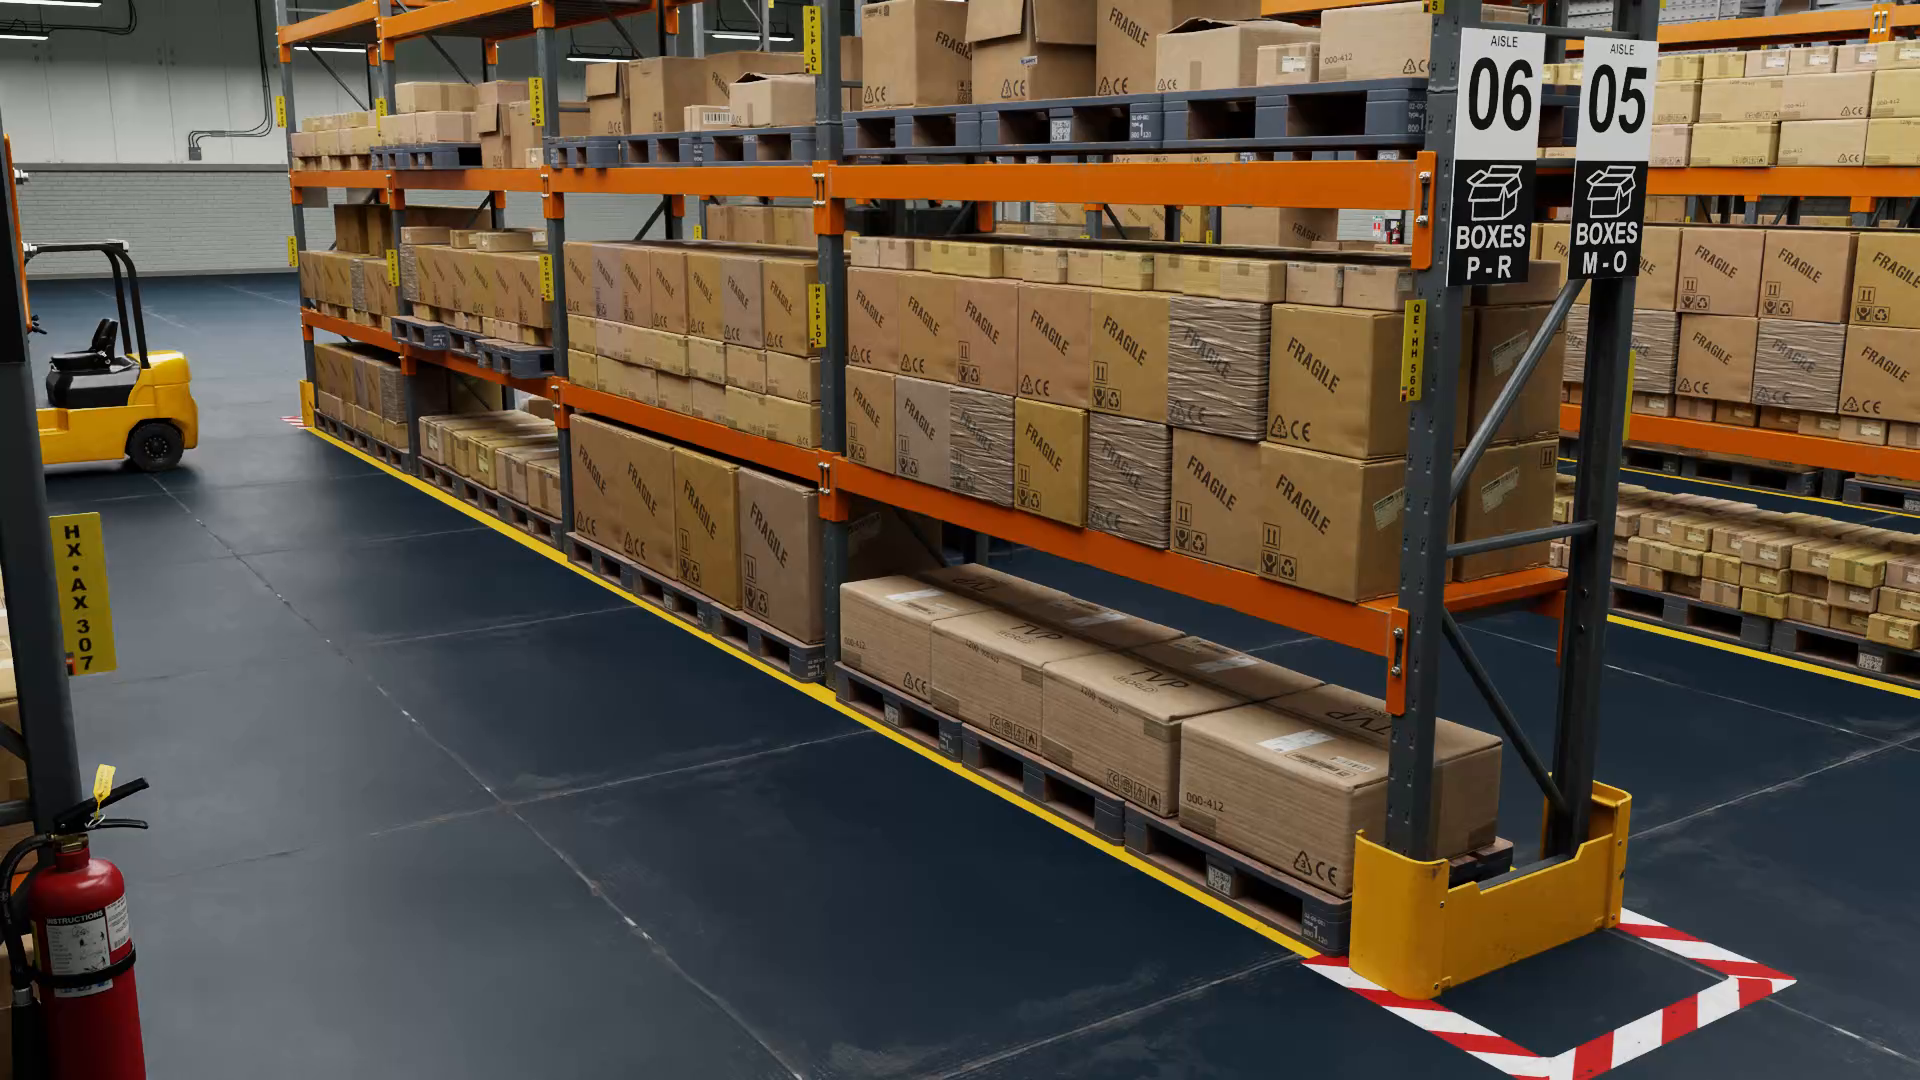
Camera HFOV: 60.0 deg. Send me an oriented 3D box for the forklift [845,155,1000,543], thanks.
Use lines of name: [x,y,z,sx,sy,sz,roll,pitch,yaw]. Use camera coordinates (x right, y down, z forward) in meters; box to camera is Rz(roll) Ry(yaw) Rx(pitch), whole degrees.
forklift: [-0.349,-1.663,13.604,1.130,2.935,3.031,-4,13,-20]

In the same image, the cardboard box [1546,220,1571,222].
cardboard box: [4.260,-1.938,11.431,0.500,0.500,0.500,-9,15,-35]

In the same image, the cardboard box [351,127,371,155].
cardboard box: [-5.472,-3.799,15.848,0.500,0.250,0.500,-8,15,-34]

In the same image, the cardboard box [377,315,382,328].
cardboard box: [-5.504,-2.169,16.347,0.380,0.149,0.250,-8,15,-34]

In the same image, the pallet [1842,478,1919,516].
pallet: [8.316,-0.369,14.056,1.003,0.211,1.213,-8,15,-33]

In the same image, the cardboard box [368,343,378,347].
cardboard box: [-6.278,-1.954,18.472,0.500,0.500,0.500,-8,15,-32]

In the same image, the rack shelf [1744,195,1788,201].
rack shelf: [8.759,-4.643,21.735,1.077,0.370,4.000,-8,15,-33]

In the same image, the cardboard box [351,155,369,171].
cardboard box: [-5.710,-3.673,16.203,0.380,0.149,0.250,-8,14,-31]

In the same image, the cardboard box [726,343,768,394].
cardboard box: [-1.020,-1.012,9.647,0.500,0.250,0.500,-8,14,-31]

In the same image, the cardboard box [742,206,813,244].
cardboard box: [-2.122,-3.769,20.195,0.875,0.550,0.550,-8,15,-33]

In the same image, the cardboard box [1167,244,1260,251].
cardboard box: [1.135,-1.222,7.337,0.380,0.149,0.250,-9,15,-34]

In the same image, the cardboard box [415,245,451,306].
cardboard box: [-4.424,-2.319,14.530,0.500,0.500,0.500,-8,15,-33]

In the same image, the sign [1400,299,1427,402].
sign: [1.466,-0.611,5.370,0.100,0.325,0.005,-8,15,-33]

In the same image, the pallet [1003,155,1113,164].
pallet: [1.157,-3.500,15.264,1.213,0.211,1.003,-7,14,-30]

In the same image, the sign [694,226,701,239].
sign: [-3.339,-3.838,21.179,0.100,0.325,0.005,-8,15,-33]

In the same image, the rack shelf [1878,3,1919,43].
rack shelf: [9.068,-3.904,12.271,1.077,0.370,4.000,-8,15,-33]

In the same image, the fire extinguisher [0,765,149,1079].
fire extinguisher: [-1.738,0.788,3.291,0.296,0.674,0.183,-8,15,-33]

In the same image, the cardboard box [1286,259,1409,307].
cardboard box: [1.400,-0.928,5.992,0.380,0.149,0.250,-8,15,-32]

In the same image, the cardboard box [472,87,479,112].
cardboard box: [-4.296,-3.879,14.756,0.500,0.250,0.500,-8,15,-31]

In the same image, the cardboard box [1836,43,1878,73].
cardboard box: [5.037,-2.638,9.131,0.380,0.149,0.250,-8,15,-34]

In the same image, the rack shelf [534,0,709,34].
rack shelf: [-1.398,-3.443,10.160,1.077,0.370,4.000,-8,15,-33]

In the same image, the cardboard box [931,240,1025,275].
cardboard box: [0.087,-1.335,7.851,0.380,0.149,0.250,-8,15,-33]

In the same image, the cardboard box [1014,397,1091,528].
cardboard box: [0.583,-0.366,7.282,0.500,0.500,0.500,-8,14,-31]

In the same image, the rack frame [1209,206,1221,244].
rack frame: [3.527,-3.299,20.925,1.000,3.000,0.127,-8,15,-33]

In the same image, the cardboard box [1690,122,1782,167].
cardboard box: [4.655,-2.309,9.729,0.500,0.250,0.500,-7,14,-30]

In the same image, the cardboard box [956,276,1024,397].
cardboard box: [0.321,-0.944,7.582,0.500,0.500,0.500,-8,15,-32]

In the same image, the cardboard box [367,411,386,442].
cardboard box: [-5.577,-1.154,16.573,0.500,0.250,0.500,-9,15,-34]

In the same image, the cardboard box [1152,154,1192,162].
cardboard box: [1.936,-3.311,13.727,0.500,0.500,0.500,-8,15,-33]

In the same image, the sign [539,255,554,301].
sign: [-2.953,-1.875,11.891,0.100,0.325,0.005,-8,15,-33]

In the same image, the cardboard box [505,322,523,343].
cardboard box: [-3.270,-1.606,12.788,0.380,0.149,0.250,-8,15,-33]

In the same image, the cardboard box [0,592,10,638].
cardboard box: [-2.511,0.322,4.021,0.500,0.250,0.500,-8,15,-32]

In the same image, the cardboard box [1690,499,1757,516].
cardboard box: [4.972,-0.154,10.843,0.380,0.149,0.250,-9,15,-35]

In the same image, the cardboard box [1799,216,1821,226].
cardboard box: [15.097,-5.496,29.521,0.500,0.500,0.500,-8,15,-33]

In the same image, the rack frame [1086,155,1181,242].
rack frame: [1.558,-2.018,15.069,1.000,3.000,0.127,-8,15,-33]

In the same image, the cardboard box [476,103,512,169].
cardboard box: [-3.375,-3.198,13.201,0.797,0.503,0.637,-8,15,-33]

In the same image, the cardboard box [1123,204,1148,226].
cardboard box: [2.494,-4.207,21.805,0.500,0.500,0.500,-8,15,-33]

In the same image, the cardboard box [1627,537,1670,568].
cardboard box: [4.456,0.064,10.543,0.380,0.149,0.250,-8,15,-33]

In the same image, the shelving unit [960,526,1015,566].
shelving unit: [0.198,-0.456,12.139,0.258,1.200,0.503,-4,13,-20]

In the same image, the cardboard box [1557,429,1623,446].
cardboard box: [6.596,-1.470,16.552,1.225,0.875,0.875,-8,15,-33]

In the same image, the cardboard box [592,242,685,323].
cardboard box: [-2.154,-1.748,11.259,0.500,0.500,0.500,-8,15,-33]

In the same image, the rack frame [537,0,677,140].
rack frame: [-2.507,-4.345,11.667,1.000,3.000,0.127,-8,15,-33]

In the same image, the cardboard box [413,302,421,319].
cardboard box: [-4.680,-2.072,14.922,0.380,0.149,0.250,-8,15,-32]

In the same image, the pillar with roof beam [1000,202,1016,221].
pillar with roof beam: [-2.091,-12.436,48.667,9.100,9.000,0.548,-8,15,-33]

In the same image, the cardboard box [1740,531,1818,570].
cardboard box: [4.860,0.060,9.863,0.380,0.149,0.250,-7,14,-31]

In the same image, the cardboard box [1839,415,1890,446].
cardboard box: [5.156,-0.631,9.315,0.380,0.149,0.250,-8,14,-31]

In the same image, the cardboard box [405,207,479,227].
cardboard box: [-5.051,-3.006,16.314,0.700,0.500,0.500,-8,15,-32]

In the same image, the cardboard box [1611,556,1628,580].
cardboard box: [4.398,0.152,10.836,0.380,0.149,0.250,-9,15,-35]

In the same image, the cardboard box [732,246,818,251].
cardboard box: [-1.167,-1.620,10.676,0.500,0.500,0.500,-8,15,-34]

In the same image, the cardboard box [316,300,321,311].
cardboard box: [-6.923,-2.629,18.452,0.380,0.149,0.250,-8,15,-33]

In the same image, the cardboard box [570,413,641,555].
cardboard box: [-2.193,-0.449,11.883,0.875,0.875,0.875,-8,15,-33]

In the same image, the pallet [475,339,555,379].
pallet: [-2.990,-1.435,12.850,1.213,0.211,1.003,-8,15,-33]

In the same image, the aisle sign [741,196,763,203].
aisle sign: [-2.664,-4.759,21.518,0.394,0.787,0.004,-8,15,-33]

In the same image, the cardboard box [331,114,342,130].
cardboard box: [-6.019,-4.153,16.531,0.380,0.149,0.250,-8,15,-32]

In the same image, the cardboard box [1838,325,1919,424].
cardboard box: [5.246,-0.931,9.168,0.500,0.500,0.500,-8,15,-34]

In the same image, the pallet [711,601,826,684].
pallet: [-0.781,0.531,9.939,1.003,0.211,1.213,-8,15,-33]

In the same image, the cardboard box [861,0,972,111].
cardboard box: [-0.139,-2.342,8.076,0.500,0.500,0.500,-8,15,-32]
